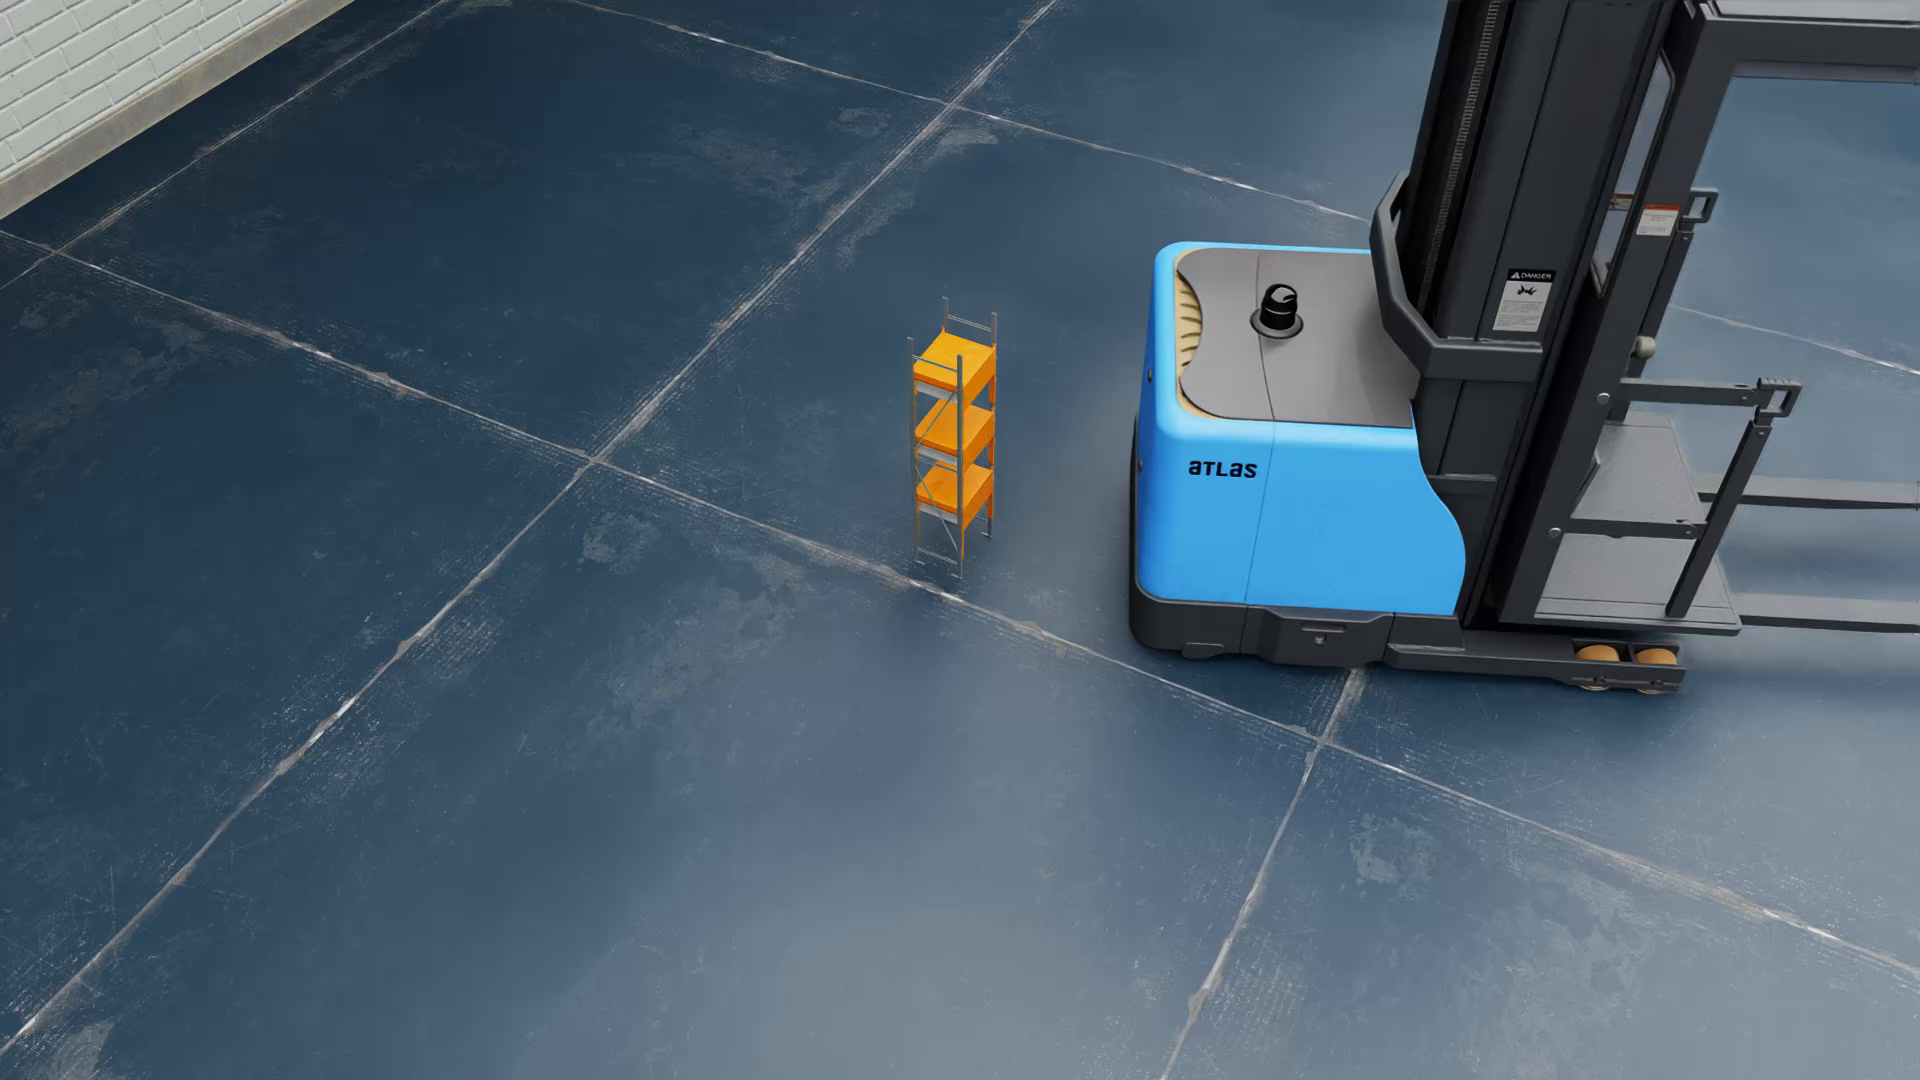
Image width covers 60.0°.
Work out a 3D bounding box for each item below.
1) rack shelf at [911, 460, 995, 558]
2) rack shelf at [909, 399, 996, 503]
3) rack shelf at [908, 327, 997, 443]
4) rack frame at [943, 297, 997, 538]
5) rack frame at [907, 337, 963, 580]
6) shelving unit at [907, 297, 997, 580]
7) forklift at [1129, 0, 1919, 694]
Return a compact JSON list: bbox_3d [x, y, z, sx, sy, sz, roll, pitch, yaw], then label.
[{"bbox_3d":[-0.025,-0.133,6.048,0.215,0.259,0.240,20,49,19],"label":"rack shelf"},{"bbox_3d":[-0.025,-0.328,5.851,0.215,0.259,0.240,20,49,19],"label":"rack shelf"},{"bbox_3d":[-0.025,-0.527,5.649,0.215,0.259,0.240,20,49,19],"label":"rack shelf"},{"bbox_3d":[0.032,-0.412,5.919,0.200,1.050,0.008,20,49,19],"label":"rack frame"},{"bbox_3d":[-0.081,-0.258,5.767,0.200,1.050,0.008,20,49,19],"label":"rack frame"},{"bbox_3d":[-0.025,-0.335,5.843,0.215,1.050,0.252,20,49,19],"label":"shelving unit"},{"bbox_3d":[2.139,-0.896,5.075,3.031,2.935,1.130,3,45,3],"label":"forklift"}]
